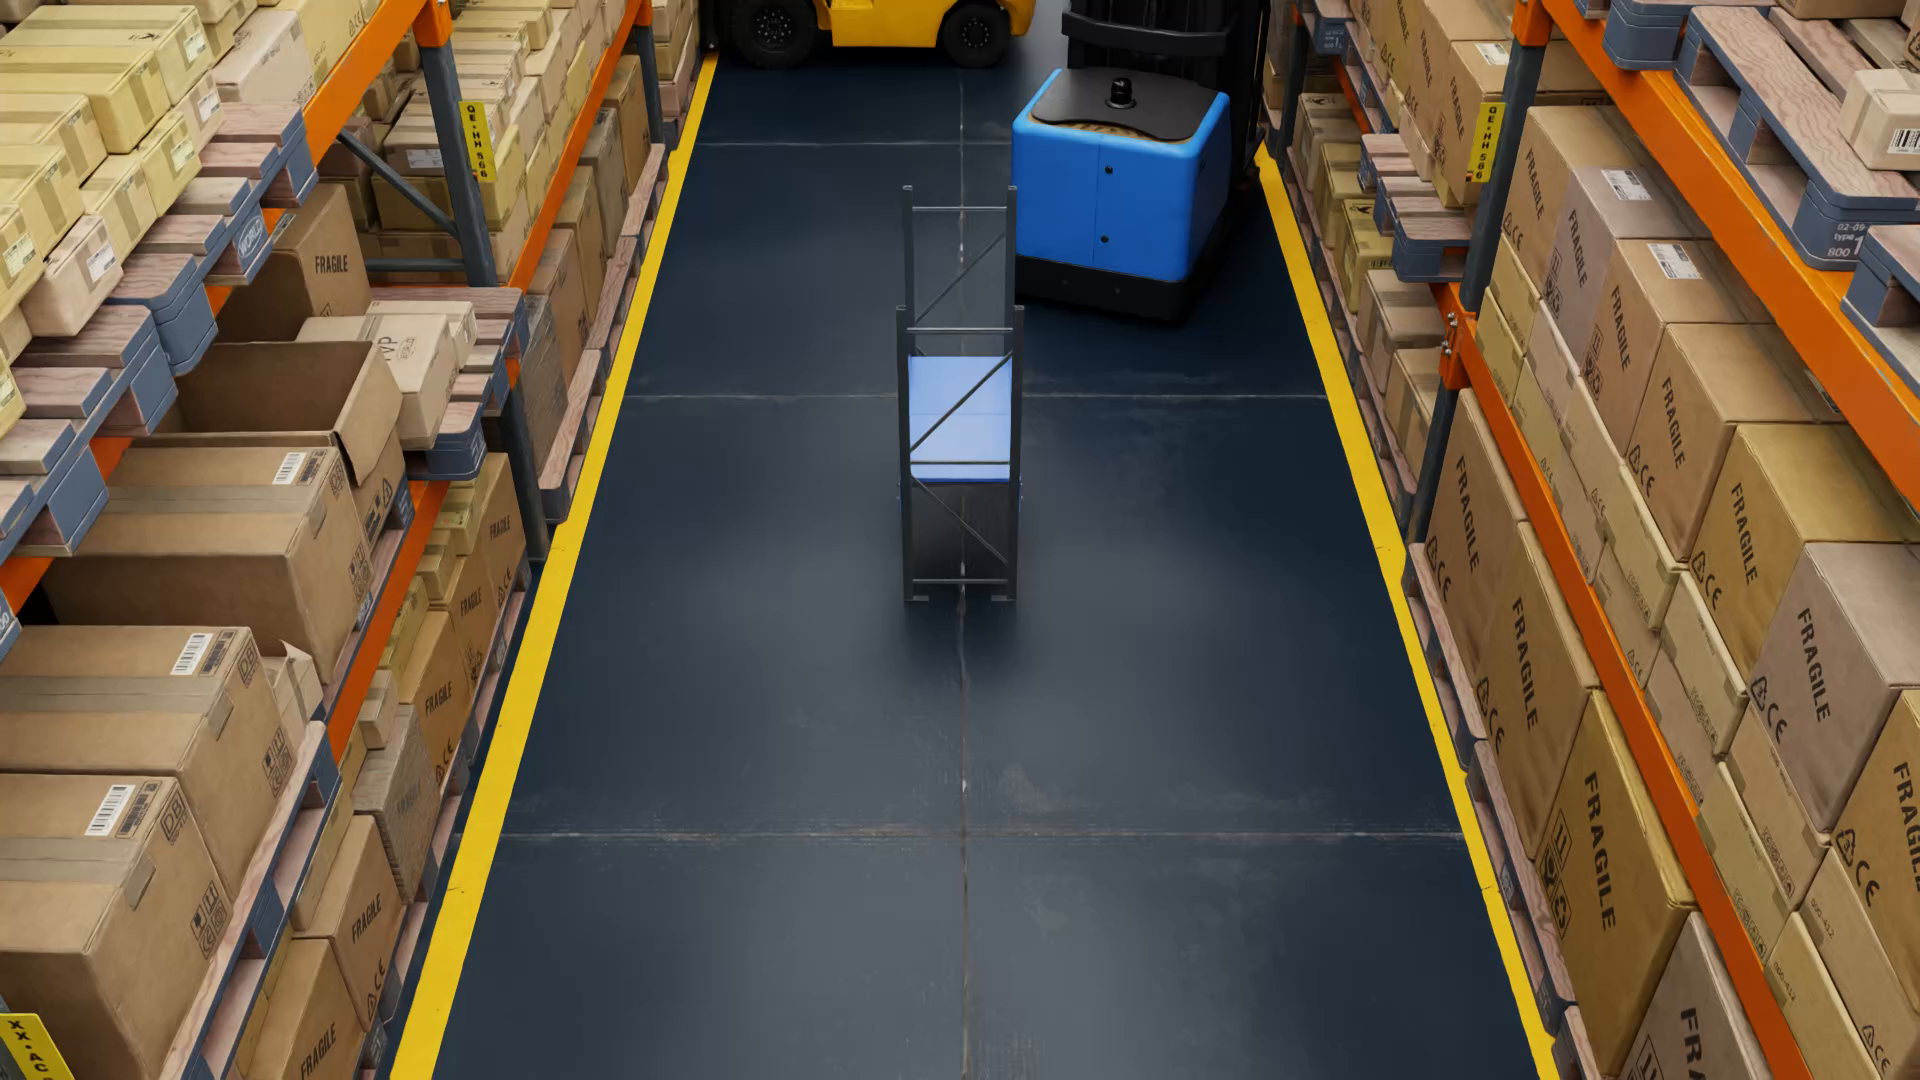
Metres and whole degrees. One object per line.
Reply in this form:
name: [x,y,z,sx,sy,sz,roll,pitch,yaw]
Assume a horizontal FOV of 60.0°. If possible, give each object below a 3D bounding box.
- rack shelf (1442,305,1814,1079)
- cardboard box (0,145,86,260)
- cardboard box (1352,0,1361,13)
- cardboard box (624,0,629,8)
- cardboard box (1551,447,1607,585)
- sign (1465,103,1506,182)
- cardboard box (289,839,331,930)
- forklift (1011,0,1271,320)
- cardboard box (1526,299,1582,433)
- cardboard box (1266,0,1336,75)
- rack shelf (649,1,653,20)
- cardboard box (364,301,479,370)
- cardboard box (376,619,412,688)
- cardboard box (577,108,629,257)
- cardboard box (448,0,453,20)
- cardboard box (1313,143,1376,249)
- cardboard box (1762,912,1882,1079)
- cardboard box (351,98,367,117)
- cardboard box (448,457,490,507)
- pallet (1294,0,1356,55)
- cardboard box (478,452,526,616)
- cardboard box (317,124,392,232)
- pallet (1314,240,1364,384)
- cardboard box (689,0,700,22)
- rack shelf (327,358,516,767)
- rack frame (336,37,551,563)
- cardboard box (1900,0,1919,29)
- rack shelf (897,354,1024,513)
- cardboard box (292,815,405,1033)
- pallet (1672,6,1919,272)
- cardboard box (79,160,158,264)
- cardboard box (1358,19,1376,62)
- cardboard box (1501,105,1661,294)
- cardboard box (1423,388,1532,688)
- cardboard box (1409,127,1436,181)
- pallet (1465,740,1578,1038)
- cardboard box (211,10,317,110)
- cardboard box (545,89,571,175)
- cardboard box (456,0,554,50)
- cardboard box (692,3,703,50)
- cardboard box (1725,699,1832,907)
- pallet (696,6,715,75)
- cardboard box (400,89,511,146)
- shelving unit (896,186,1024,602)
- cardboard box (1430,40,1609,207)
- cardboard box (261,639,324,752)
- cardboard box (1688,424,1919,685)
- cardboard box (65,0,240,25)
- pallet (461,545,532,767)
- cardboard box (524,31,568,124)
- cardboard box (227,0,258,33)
rack shelf: [2.567,0.420,5.403,1.077,0.370,4.000,0,39,0]
cardboard box: [-2.012,-0.669,3.335,0.380,0.149,0.250,-1,39,-1]
cardboard box: [2.262,-3.016,8.461,0.500,0.500,0.500,0,39,0]
cardboard box: [-2.141,-3.233,9.506,0.500,0.250,0.500,1,39,1]
cardboard box: [2.327,-0.098,5.593,0.500,0.250,0.500,1,39,1]
sign: [2.022,-1.526,6.393,0.100,0.325,0.005,0,39,0]
cardboard box: [-2.195,1.068,5.163,0.380,0.149,0.250,0,39,0]
forklift: [1.243,-3.277,9.495,1.130,2.935,3.031,13,40,15]
cardboard box: [2.318,-0.608,5.830,0.500,0.250,0.500,1,39,1]
cardboard box: [2.291,-3.366,10.815,0.500,0.500,0.500,-1,39,-1]
rack shelf: [-2.406,-4.577,11.638,1.077,0.370,4.000,0,39,0]
cardboard box: [-2.014,-0.761,6.166,0.380,0.149,0.250,1,39,1]
cardboard box: [-2.202,0.418,5.974,0.380,0.149,0.250,-1,39,-1]
cardboard box: [-2.398,-2.033,9.451,0.875,0.625,0.625,0,39,0]
cardboard box: [-2.623,-2.561,7.949,0.380,0.149,0.250,1,39,1]
cardboard box: [2.568,-1.974,9.580,0.950,0.372,0.625,2,39,3]
cardboard box: [2.317,1.168,4.014,0.500,0.250,0.500,-1,39,-1]
cardboard box: [-2.714,-1.765,6.955,0.380,0.149,0.250,1,39,1]
cardboard box: [-2.145,-0.238,6.793,0.380,0.149,0.250,-2,39,-2]
pallet: [2.416,-3.060,9.323,1.003,0.211,1.213,0,39,0]
cardboard box: [-2.183,-0.030,7.052,0.500,0.500,0.500,1,39,1]
cardboard box: [-2.677,-1.523,6.972,0.500,0.250,0.500,1,39,1]
pallet: [2.567,-1.273,9.170,1.003,0.211,1.213,0,39,0]
cardboard box: [-2.087,-3.825,11.588,0.500,0.250,0.500,0,39,0]
rack shelf: [-2.397,0.426,5.395,1.077,0.370,4.000,0,39,0]
rack frame: [-2.399,-1.106,6.731,1.000,3.000,0.127,0,39,0]
cardboard box: [2.916,-1.532,4.637,0.396,0.266,0.258,-1,39,-1]
rack shelf: [0.000,-0.498,7.460,0.538,0.185,1.000,0,39,0]
cardboard box: [-2.176,1.260,5.443,0.500,0.500,0.500,-1,39,-1]
pallet: [2.623,-1.106,4.484,1.003,0.211,1.213,2,39,2]
cardboard box: [-2.000,-0.705,3.618,0.380,0.149,0.250,0,39,-1]
cardboard box: [2.219,-2.518,8.358,0.380,0.149,0.250,1,39,2]
cardboard box: [2.321,-1.232,6.009,0.500,0.500,0.500,-1,39,-2]
cardboard box: [2.483,-0.014,6.732,0.875,0.875,0.875,0,39,0]
cardboard box: [2.211,-1.707,7.347,0.380,0.149,0.250,0,39,0]
pallet: [2.489,1.231,6.045,1.003,0.211,1.213,0,39,0]
cardboard box: [-2.153,-1.270,4.657,0.500,0.250,0.500,0,39,0]
cardboard box: [-2.158,-1.961,7.919,0.500,0.250,0.500,-1,39,-2]
cardboard box: [-2.117,-2.404,7.753,0.380,0.149,0.250,1,39,1]
cardboard box: [-2.105,-3.639,11.756,0.500,0.250,0.500,1,39,1]
cardboard box: [2.318,0.665,4.241,0.500,0.250,0.500,1,39,1]
pallet: [-2.367,-3.781,12.299,1.003,0.211,1.213,0,39,0]
cardboard box: [-2.106,-1.764,6.954,0.380,0.149,0.250,1,39,1]
shelving unit: [0.000,-0.639,7.348,0.538,1.500,1.048,0,39,0]
cardboard box: [2.286,-1.715,6.837,0.500,0.500,0.500,-1,39,-1]
cardboard box: [-2.012,0.415,4.605,0.396,0.266,0.258,2,39,2]
cardboard box: [2.329,0.041,4.421,0.500,0.500,0.500,1,39,1]
cardboard box: [-2.101,-1.463,4.342,0.380,0.149,0.250,0,39,0]
pallet: [-2.436,0.450,7.020,1.003,0.211,1.213,0,39,0]
cardboard box: [-2.137,-2.160,7.767,0.500,0.250,0.500,-1,39,-1]
cardboard box: [-2.208,-1.514,4.643,0.380,0.149,0.250,0,39,0]
